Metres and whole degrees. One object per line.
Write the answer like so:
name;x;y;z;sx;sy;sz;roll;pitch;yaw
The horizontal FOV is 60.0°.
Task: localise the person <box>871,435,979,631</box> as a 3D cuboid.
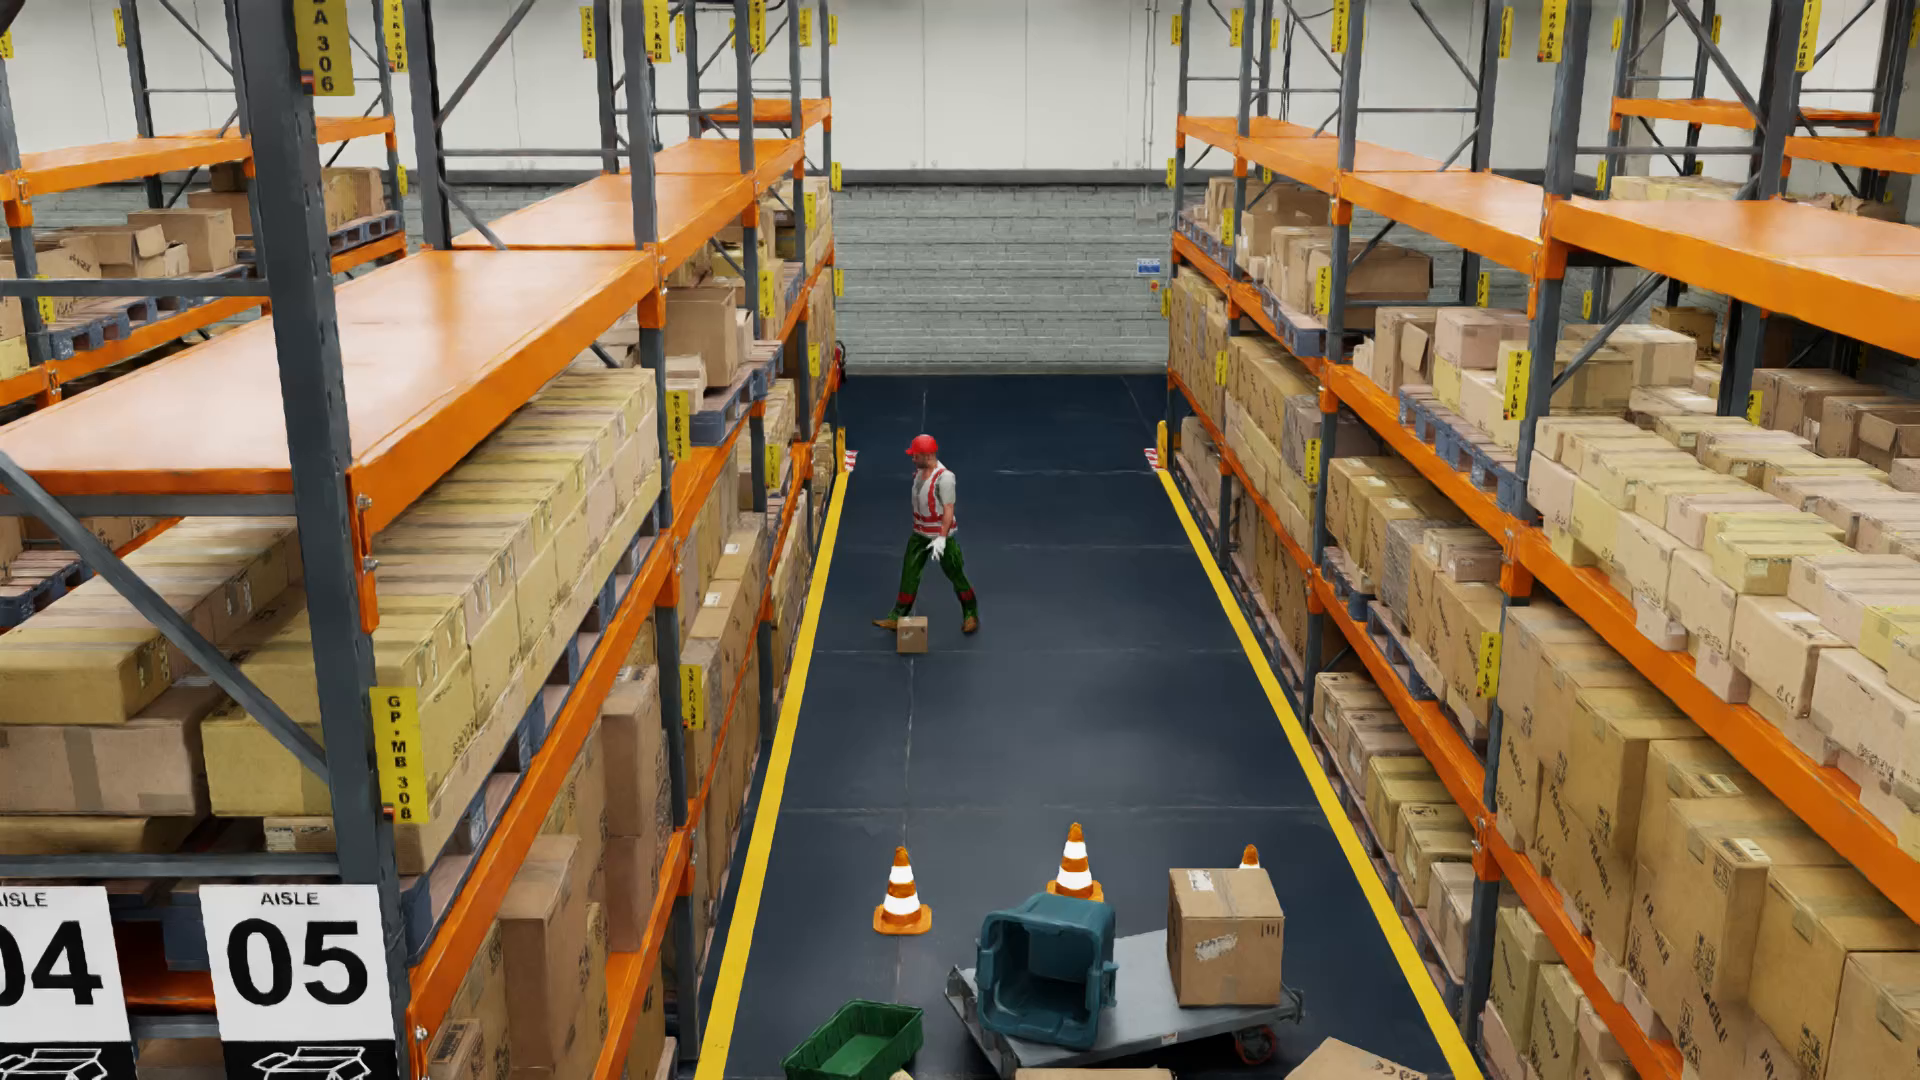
person;-0.273;-0.042;14.248;0.900;1.753;0.627;-15;23;-41
